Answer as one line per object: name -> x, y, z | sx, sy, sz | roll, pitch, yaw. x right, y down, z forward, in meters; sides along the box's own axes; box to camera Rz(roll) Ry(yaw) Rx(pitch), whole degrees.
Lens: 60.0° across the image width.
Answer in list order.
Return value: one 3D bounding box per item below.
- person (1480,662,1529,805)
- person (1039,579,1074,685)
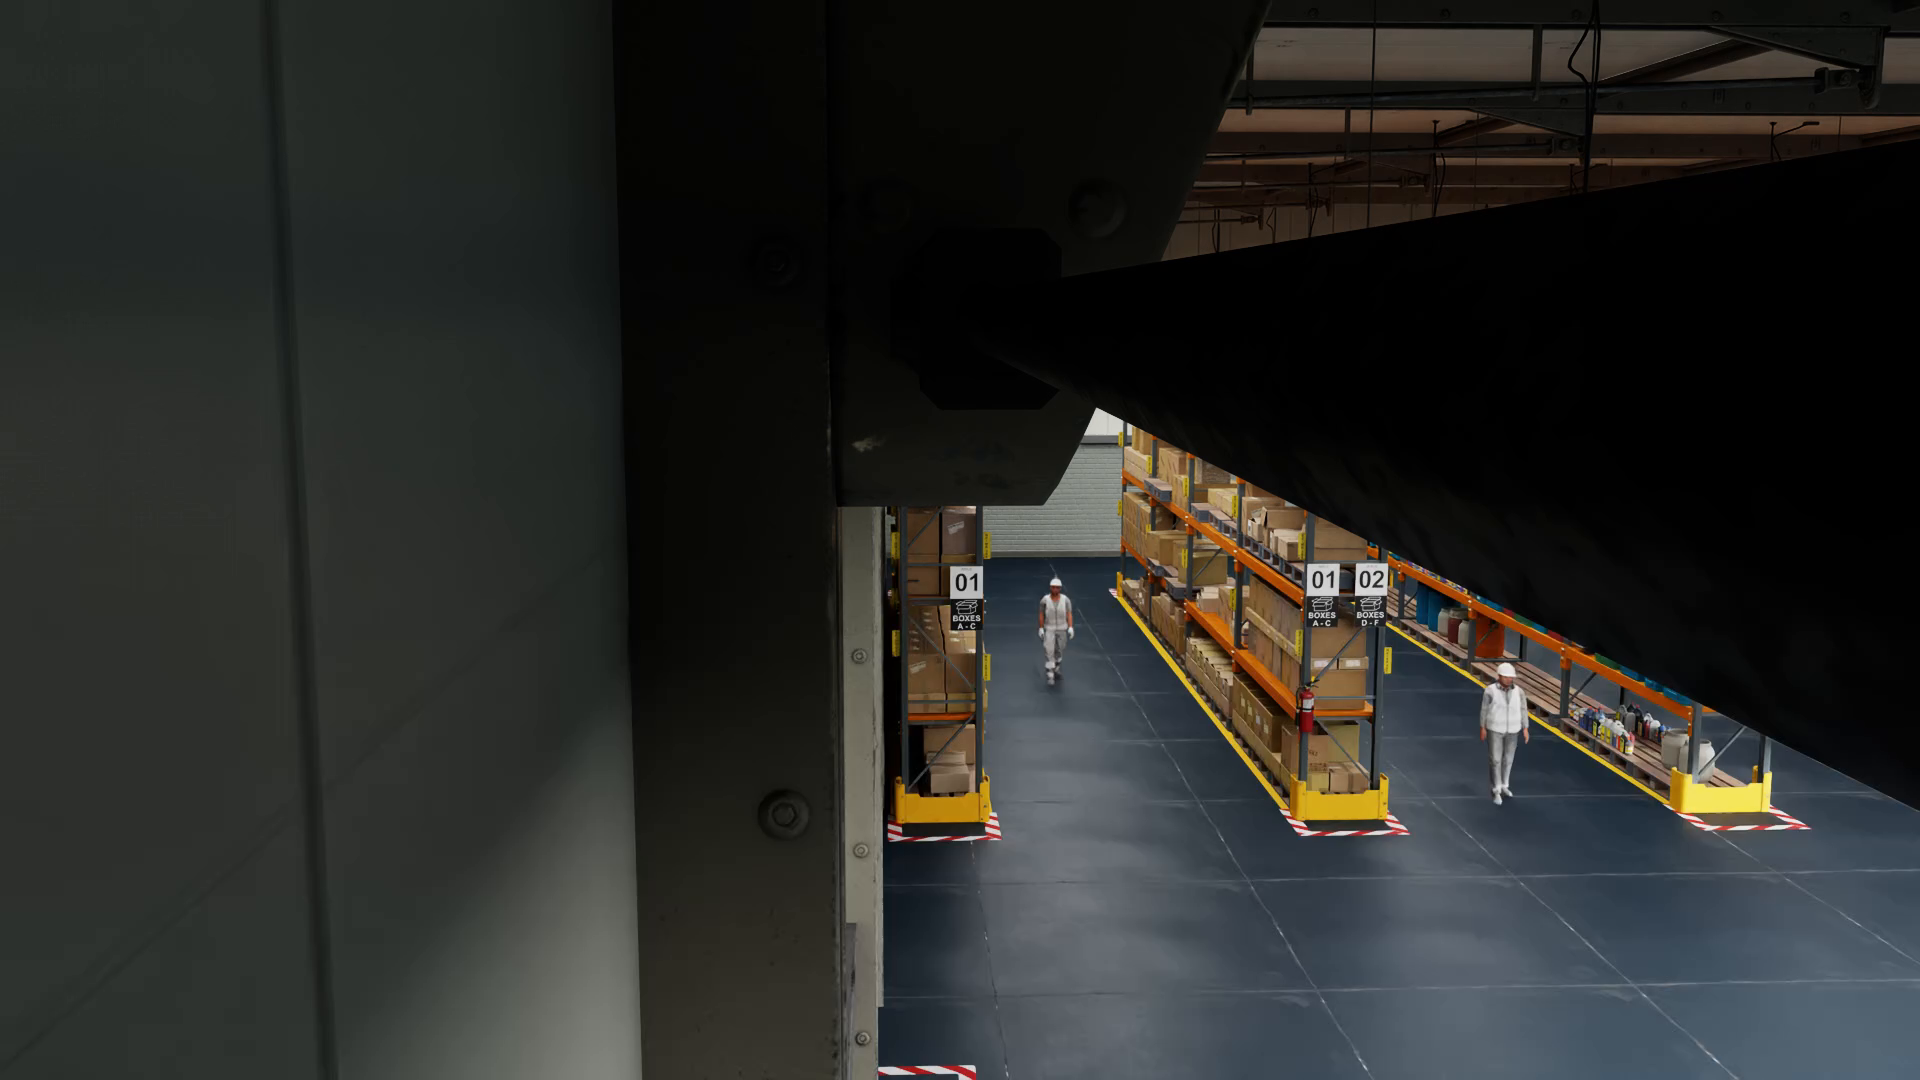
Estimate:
person -> 7.006, 2.480, 21.389 | 0.581, 1.823, 0.550 | 0, 8, 0
person -> 1.627, 1.512, 28.025 | 0.552, 1.715, 1.070 | -1, 8, -6
